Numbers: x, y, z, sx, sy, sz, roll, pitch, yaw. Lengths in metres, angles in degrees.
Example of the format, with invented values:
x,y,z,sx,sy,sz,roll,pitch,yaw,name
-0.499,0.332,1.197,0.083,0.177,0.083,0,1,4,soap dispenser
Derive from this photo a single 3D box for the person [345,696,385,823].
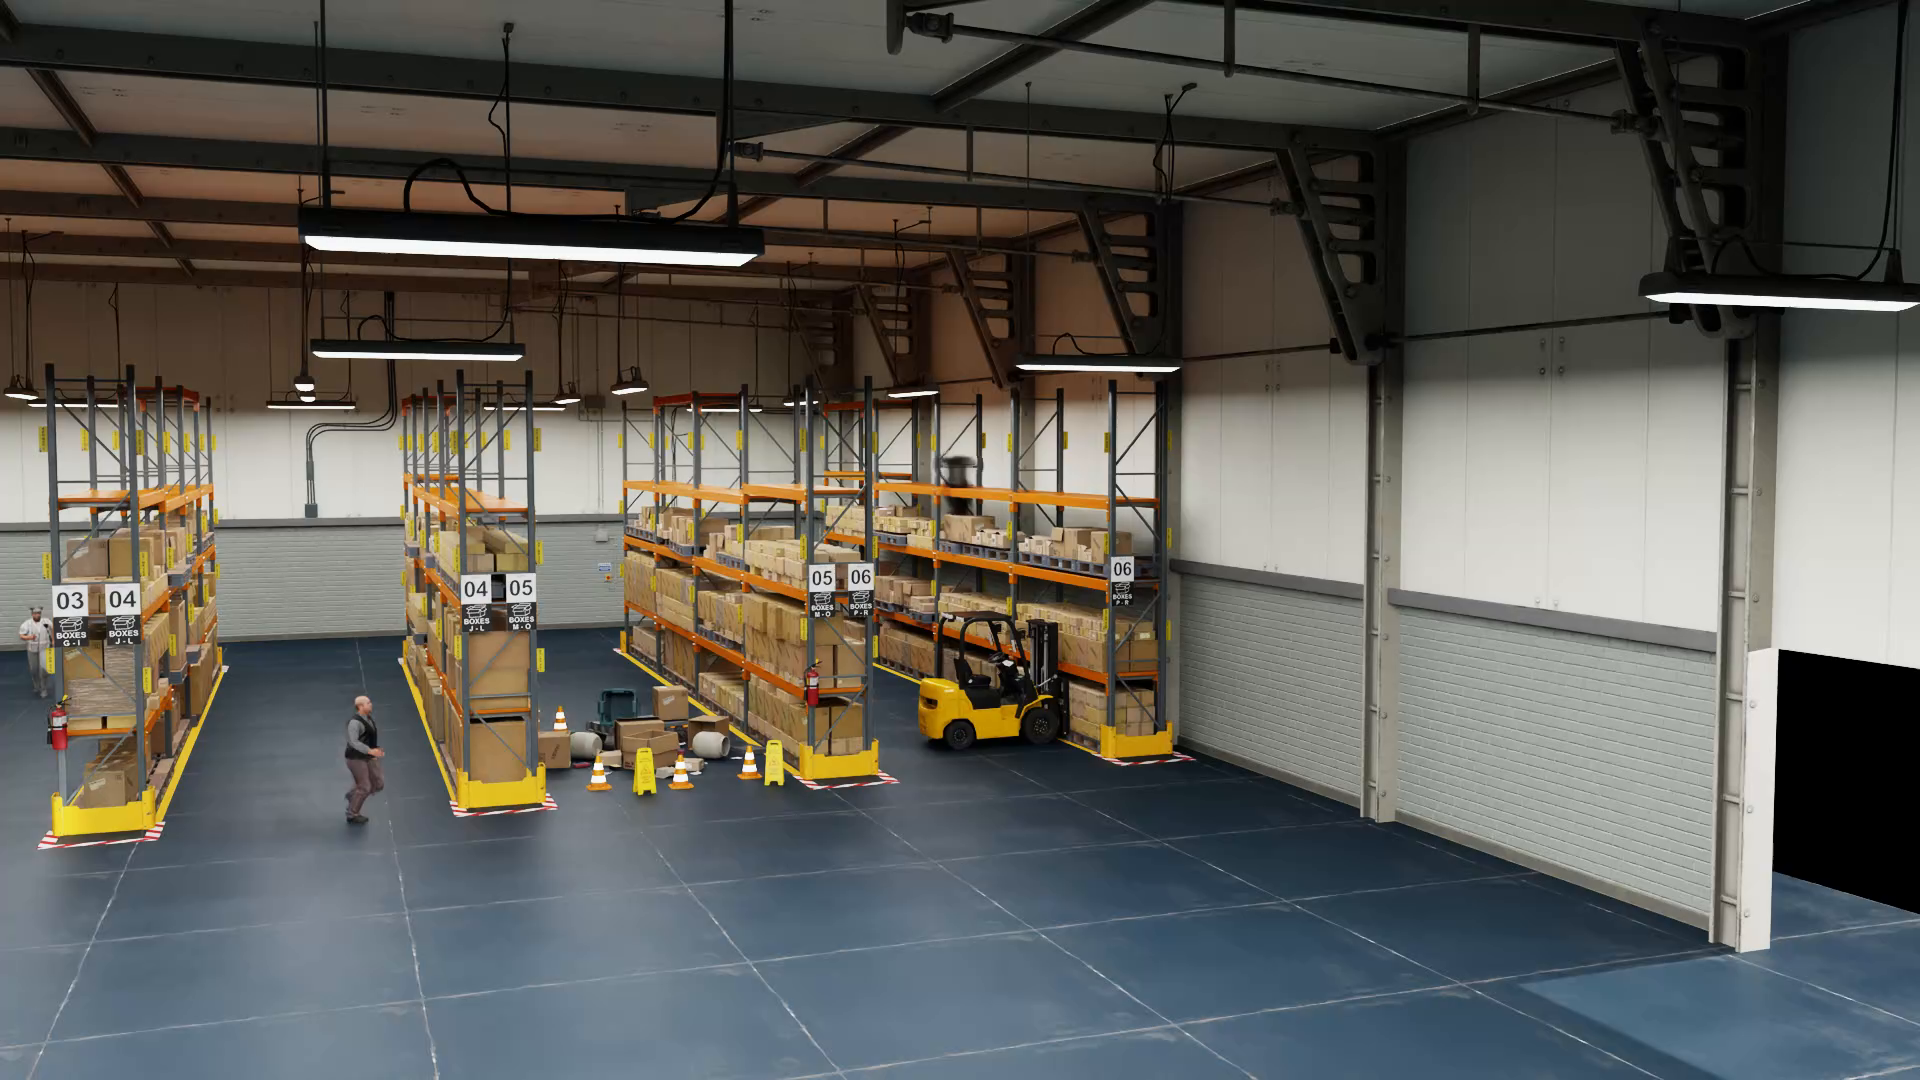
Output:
x,y,z,sx,sy,sz,roll,pitch,yaw,name
-7.858,2.887,21.948,0.618,1.669,0.641,0,3,3,person

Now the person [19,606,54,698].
x,y,z,sx,sy,sz,roll,pitch,yaw,name
-18.223,2.203,32.868,0.613,1.844,0.875,-2,4,-25,person
